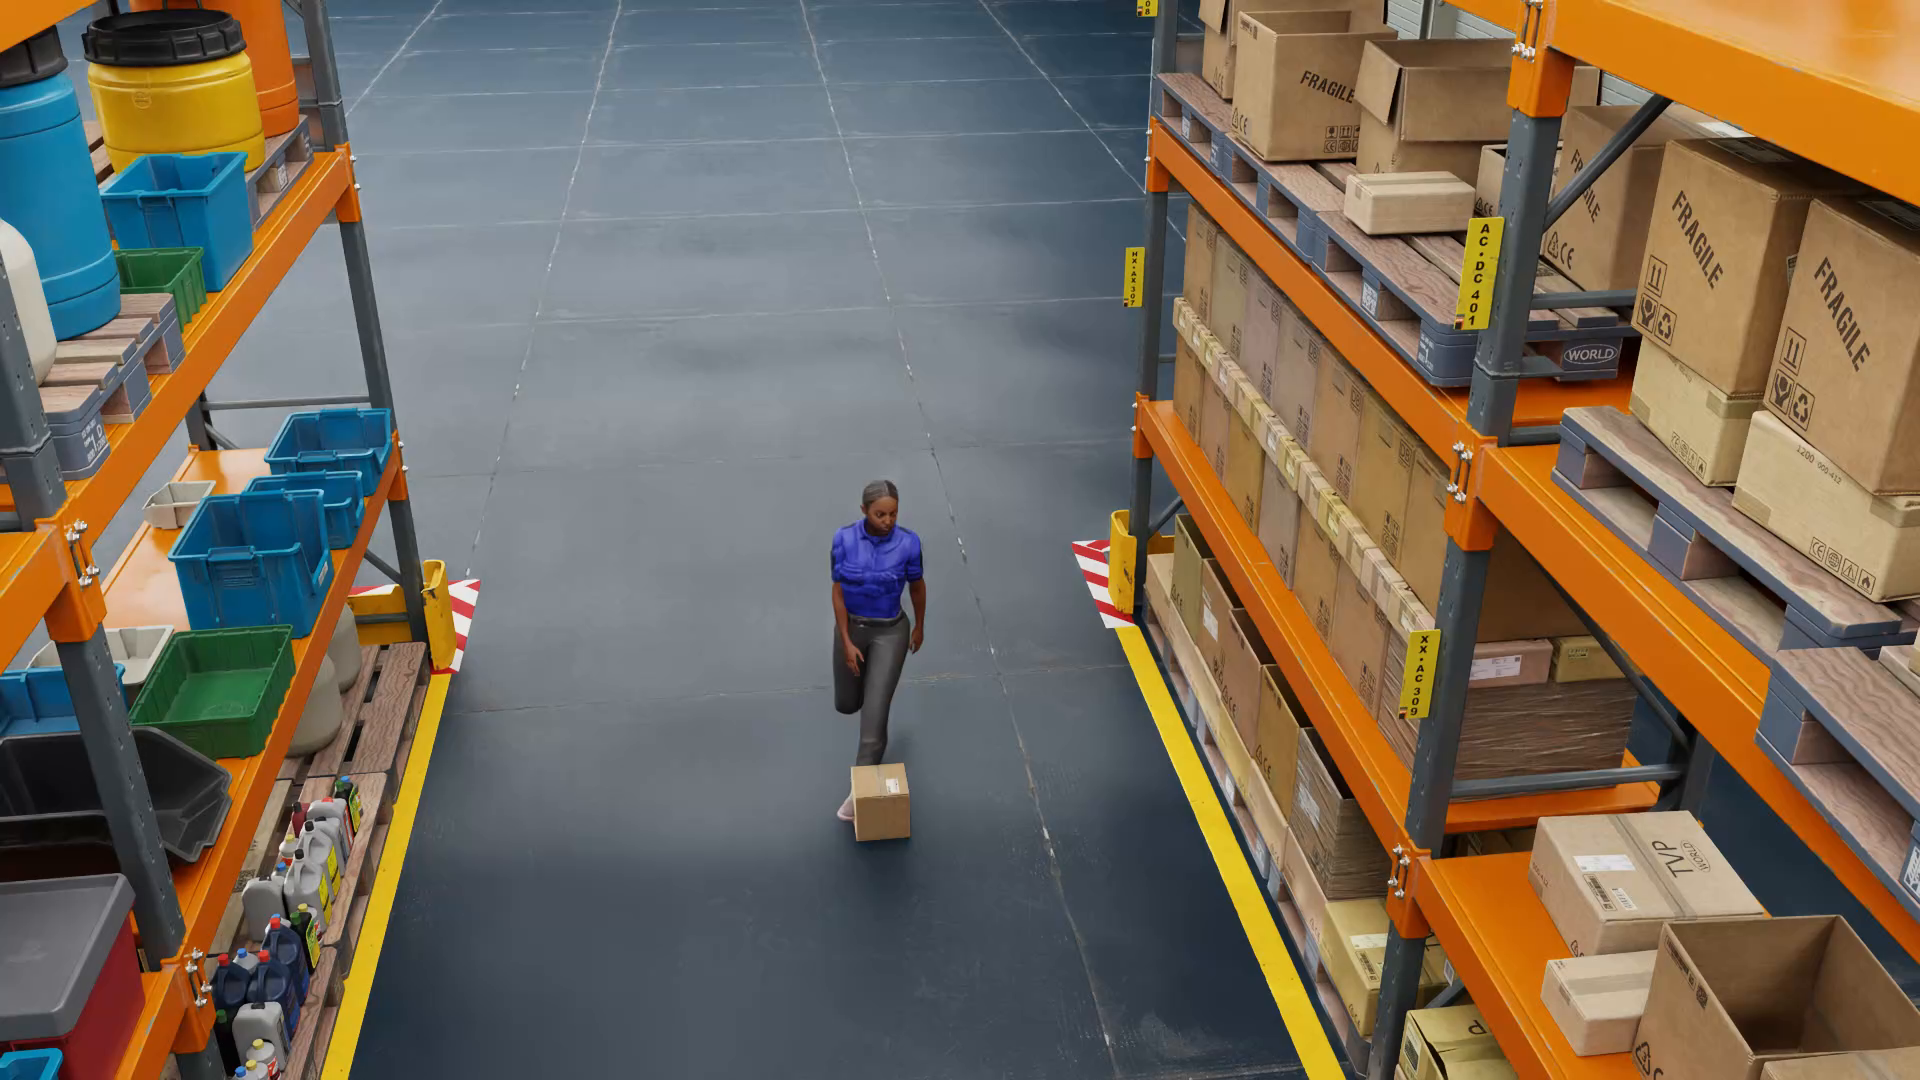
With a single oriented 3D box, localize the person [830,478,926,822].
[{"bbox_3d":[-0.415,0.453,7.847,0.427,1.553,1.009,5,28,10],"label":"person"}]
